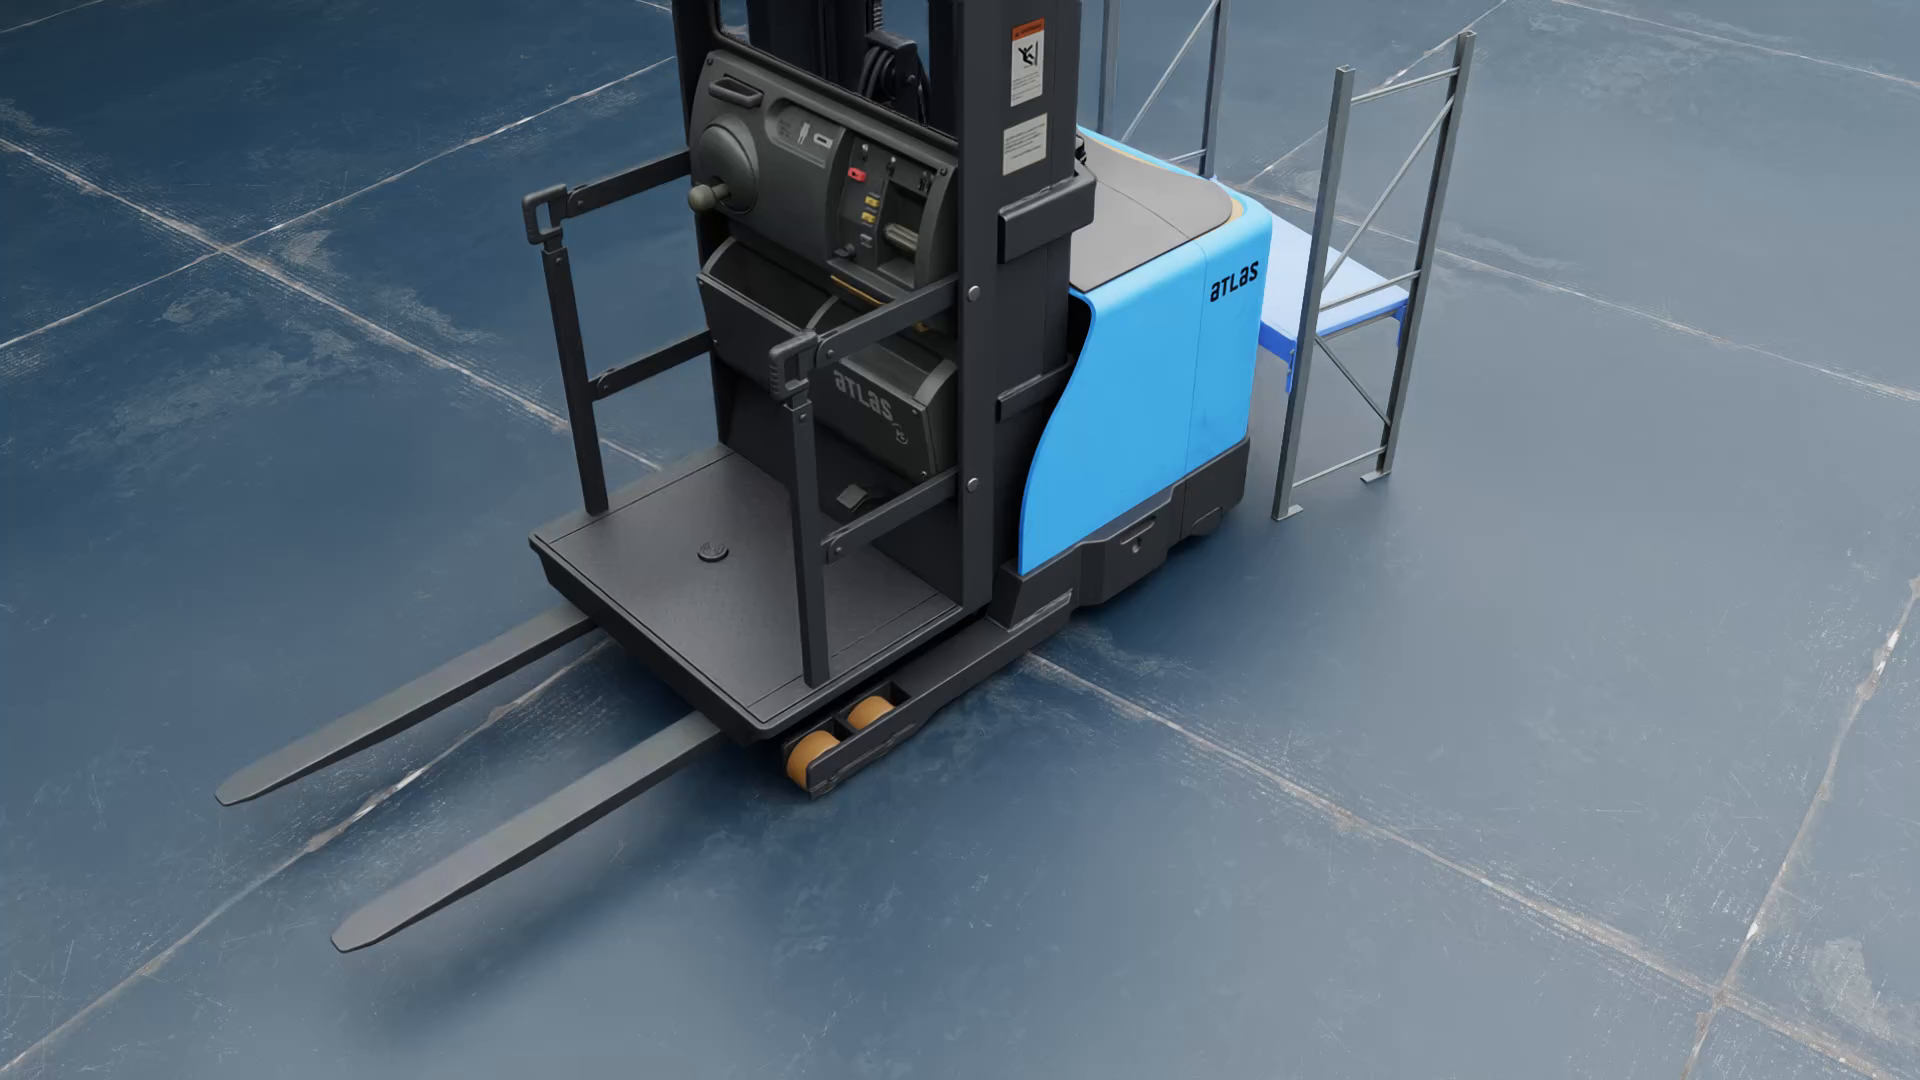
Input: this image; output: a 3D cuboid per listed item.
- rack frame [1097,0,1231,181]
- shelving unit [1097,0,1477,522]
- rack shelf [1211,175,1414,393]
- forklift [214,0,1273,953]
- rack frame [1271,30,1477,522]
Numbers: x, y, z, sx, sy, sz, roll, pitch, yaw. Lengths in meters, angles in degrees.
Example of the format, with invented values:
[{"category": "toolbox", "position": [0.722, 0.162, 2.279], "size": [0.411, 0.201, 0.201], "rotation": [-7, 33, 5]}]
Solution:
[{"category": "rack frame", "position": [0.666, -1.265, 5.650], "size": [0.500, 1.500, 0.032], "rotation": [-22, 43, -25]}, {"category": "shelving unit", "position": [0.942, -1.002, 5.313], "size": [0.538, 1.500, 1.048], "rotation": [-22, 43, -25]}, {"category": "rack shelf", "position": [0.942, -0.860, 5.424], "size": [0.538, 0.185, 1.000], "rotation": [-22, 43, -25]}, {"category": "forklift", "position": [-0.509, -0.847, 3.954], "size": [3.031, 2.935, 1.130], "rotation": [-30, 47, -33]}, {"category": "rack frame", "position": [1.218, -0.739, 4.977], "size": [0.500, 1.500, 0.032], "rotation": [-22, 43, -25]}]
